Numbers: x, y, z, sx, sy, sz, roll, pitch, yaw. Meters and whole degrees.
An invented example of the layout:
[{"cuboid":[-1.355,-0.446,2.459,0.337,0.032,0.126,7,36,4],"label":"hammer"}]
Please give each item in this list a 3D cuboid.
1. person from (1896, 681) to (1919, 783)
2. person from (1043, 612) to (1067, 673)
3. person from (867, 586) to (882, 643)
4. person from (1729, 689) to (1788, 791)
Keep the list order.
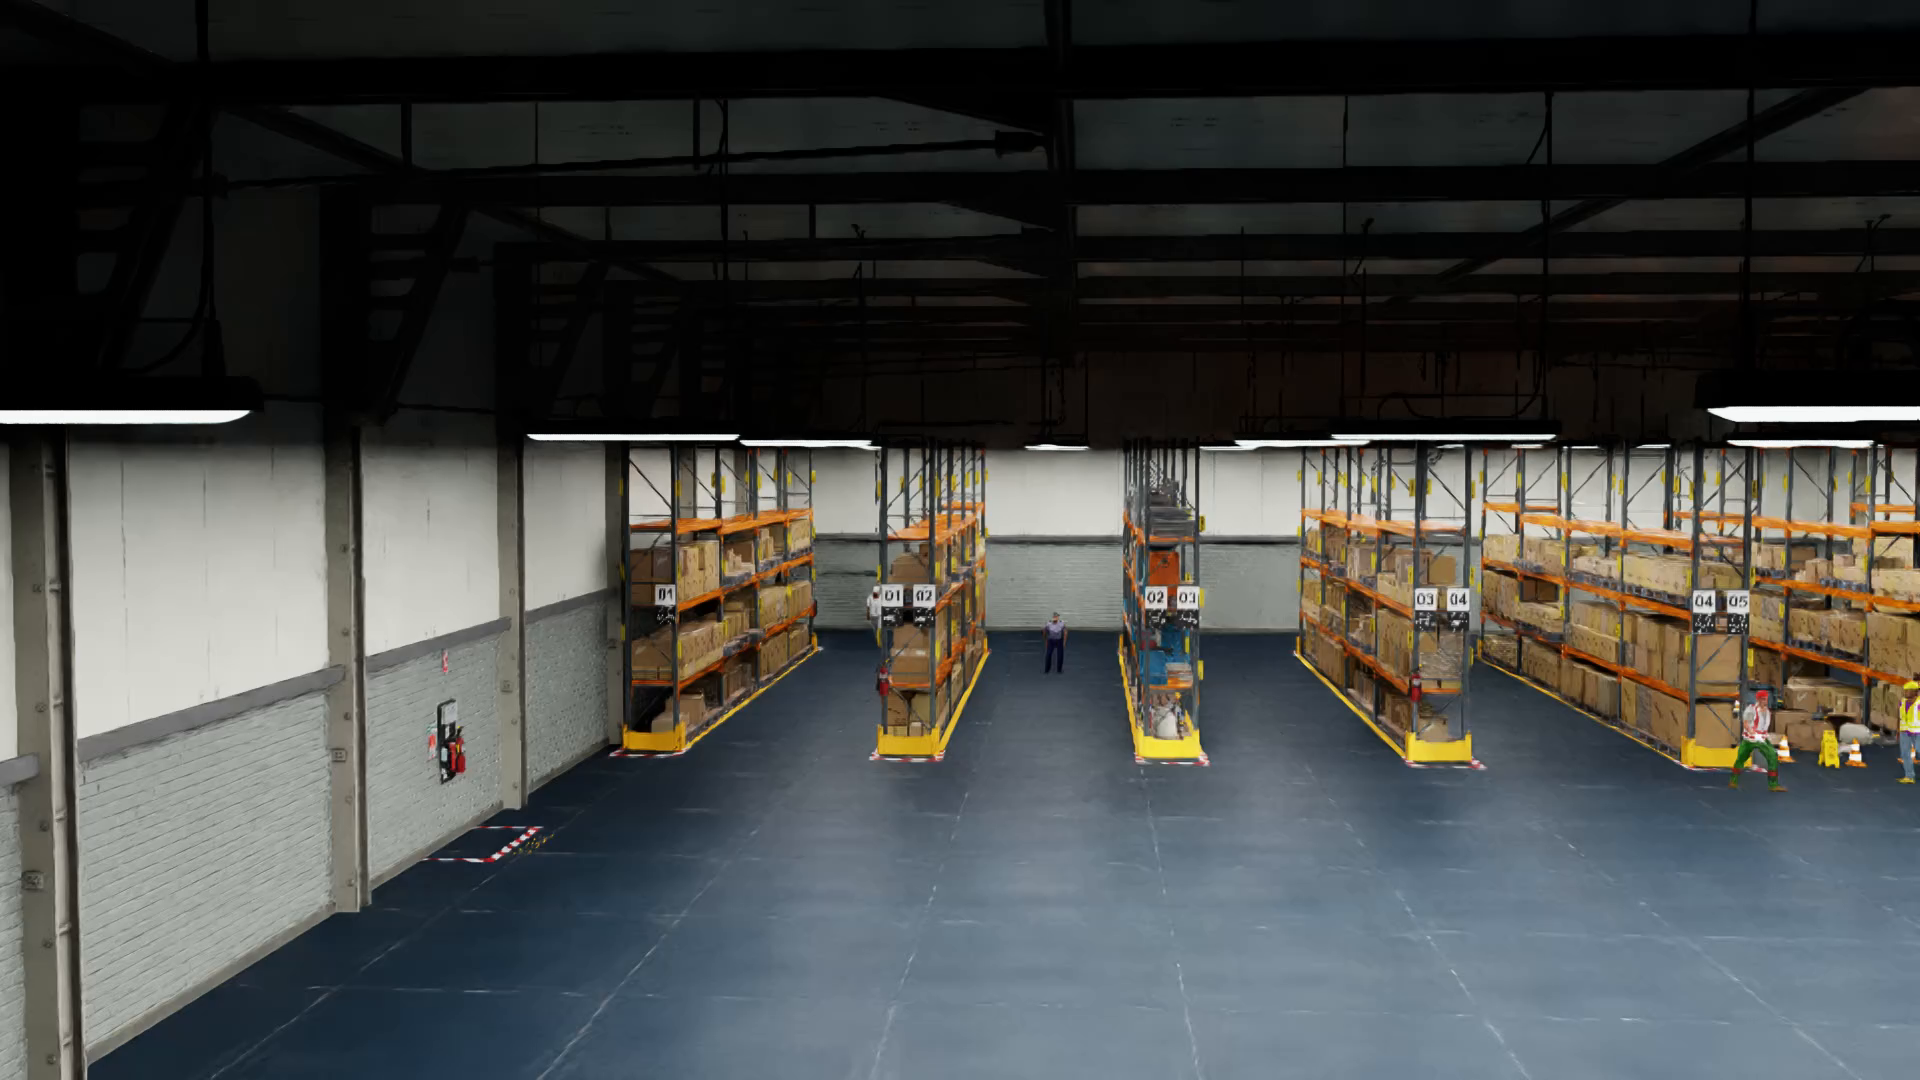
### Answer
[{"cuboid":[16.504,3.314,28.732,0.542,1.758,0.662,-1,3,-24],"label":"person"},{"cuboid":[2.453,2.641,42.878,0.625,1.596,0.506,0,3,2],"label":"person"},{"cuboid":[-2.514,2.208,49.791,0.577,1.687,1.121,0,3,6],"label":"person"},{"cuboid":[13.404,3.349,28.008,0.663,1.713,0.841,-1,3,-13],"label":"person"}]
